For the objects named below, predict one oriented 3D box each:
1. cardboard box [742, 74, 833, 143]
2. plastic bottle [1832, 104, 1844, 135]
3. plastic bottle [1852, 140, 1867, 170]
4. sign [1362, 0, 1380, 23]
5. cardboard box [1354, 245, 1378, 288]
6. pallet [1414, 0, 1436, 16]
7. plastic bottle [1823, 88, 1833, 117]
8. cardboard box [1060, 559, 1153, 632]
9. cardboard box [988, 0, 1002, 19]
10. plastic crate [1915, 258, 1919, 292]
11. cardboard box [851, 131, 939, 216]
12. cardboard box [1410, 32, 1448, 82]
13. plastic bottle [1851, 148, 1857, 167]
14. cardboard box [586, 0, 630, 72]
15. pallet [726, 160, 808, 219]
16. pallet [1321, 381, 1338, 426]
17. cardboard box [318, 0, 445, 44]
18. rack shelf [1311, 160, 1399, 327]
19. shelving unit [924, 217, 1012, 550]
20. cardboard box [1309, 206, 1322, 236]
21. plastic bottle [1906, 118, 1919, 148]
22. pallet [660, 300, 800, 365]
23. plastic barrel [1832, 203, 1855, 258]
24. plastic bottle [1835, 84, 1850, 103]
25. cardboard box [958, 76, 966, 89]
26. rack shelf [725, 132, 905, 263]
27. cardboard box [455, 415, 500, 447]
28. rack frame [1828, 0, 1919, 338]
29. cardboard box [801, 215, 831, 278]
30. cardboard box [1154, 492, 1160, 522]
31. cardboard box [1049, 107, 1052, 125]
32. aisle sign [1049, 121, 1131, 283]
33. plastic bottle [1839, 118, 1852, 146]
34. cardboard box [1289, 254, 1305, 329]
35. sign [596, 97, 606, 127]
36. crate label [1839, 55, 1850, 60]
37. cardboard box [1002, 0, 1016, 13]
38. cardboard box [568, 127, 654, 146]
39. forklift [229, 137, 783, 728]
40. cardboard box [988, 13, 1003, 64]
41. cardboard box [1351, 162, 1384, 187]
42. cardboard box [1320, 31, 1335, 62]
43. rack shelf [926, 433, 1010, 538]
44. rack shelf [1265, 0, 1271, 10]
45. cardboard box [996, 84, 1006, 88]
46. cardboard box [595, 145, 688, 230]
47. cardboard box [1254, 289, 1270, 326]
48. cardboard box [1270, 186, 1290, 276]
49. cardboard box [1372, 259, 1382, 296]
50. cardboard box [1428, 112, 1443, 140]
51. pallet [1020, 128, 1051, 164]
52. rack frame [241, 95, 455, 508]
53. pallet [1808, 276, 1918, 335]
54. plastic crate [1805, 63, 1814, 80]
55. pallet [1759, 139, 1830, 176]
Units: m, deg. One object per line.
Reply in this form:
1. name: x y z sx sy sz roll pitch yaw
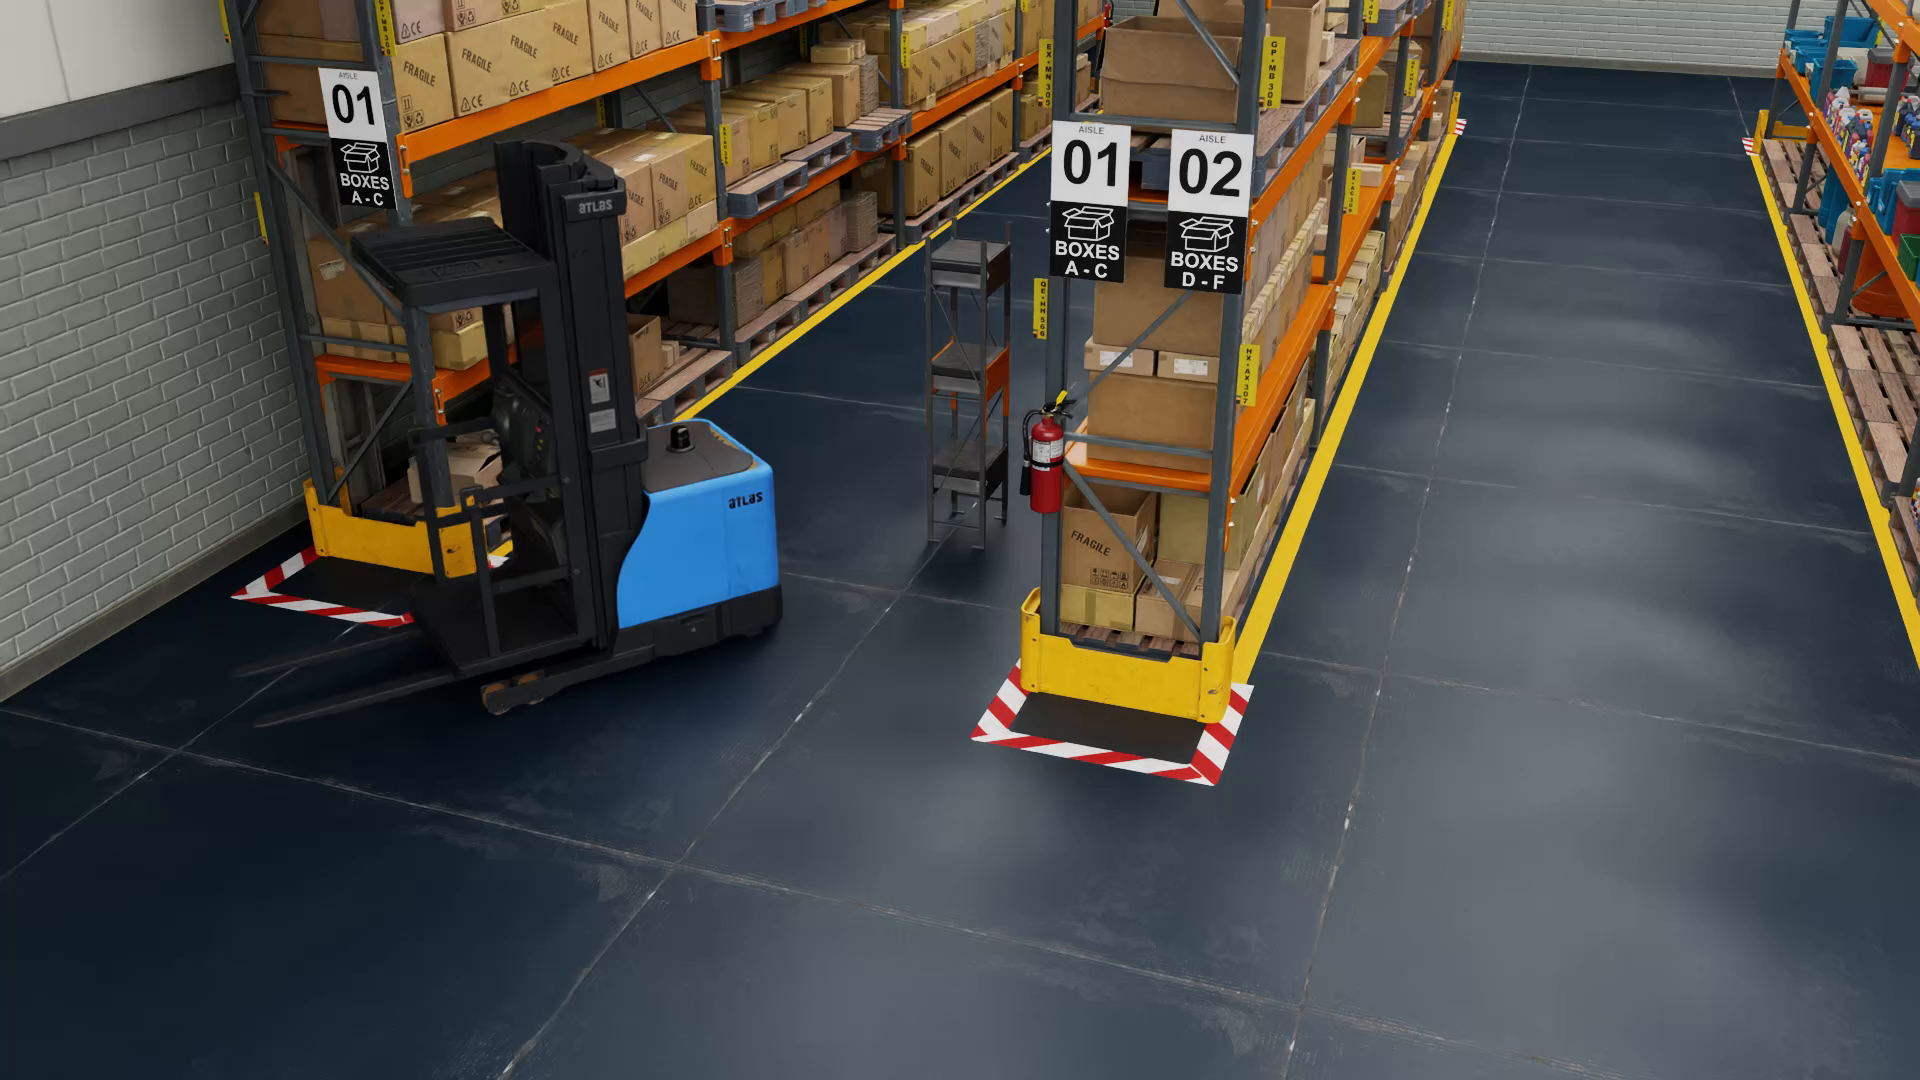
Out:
1. cardboard box: -1.609 -4.033 15.519 0.700 0.500 0.500 9 27 17
2. plastic bottle: 8.785 -4.201 16.618 0.061 0.283 0.133 9 27 17
3. plastic bottle: 8.268 -3.533 15.253 0.097 0.271 0.097 0 26 0
4. sign: 2.797 -3.678 11.278 0.100 0.325 0.005 9 27 17
5. cardboard box: 3.495 -2.522 15.046 0.500 0.311 0.500 8 27 17
6. pallet: 3.462 -4.757 14.407 1.213 0.211 1.003 10 28 20
7. plastic bottle: 9.081 -4.566 17.372 0.061 0.283 0.133 9 27 17
8. cardboard box: 0.842 0.290 9.883 0.500 0.250 0.500 9 27 17
9. cardboard box: 0.169 -6.232 19.339 0.500 0.250 0.500 9 27 19
10. plastic crate: 7.016 -1.911 11.773 0.392 0.384 0.575 9 27 17
11. cardboard box: -0.700 -4.005 18.064 0.750 0.750 0.750 8 27 17
12. cardboard box: 5.362 -5.642 19.346 0.500 0.500 0.500 9 27 19
13. plastic bottle: 8.300 -3.542 15.351 0.097 0.201 0.097 0 26 0
14. cardboard box: -2.664 -3.578 11.618 0.500 0.500 0.500 8 27 15
15. pallet: -2.008 -3.063 14.354 1.003 0.211 1.213 9 27 17
16. pallet: 2.481 -1.193 13.472 1.003 0.211 1.213 9 27 17
17. cardboard box: -3.374 -3.190 9.669 0.500 0.500 0.500 7 27 14
18. rack shelf: 2.938 -2.638 14.081 1.077 0.370 4.000 9 27 17
19. shelving unit: 0.055 -1.013 10.933 0.431 2.100 0.503 9 27 17
20. cardboard box: 2.300 -2.232 11.560 0.380 0.149 0.250 8 27 16
21. plastic bottle: 9.243 -3.943 16.099 0.097 0.271 0.097 0 26 0
22. pallet: -2.142 -1.922 14.976 1.003 0.211 1.213 9 27 17
23. plastic barrel: 8.900 -3.045 16.471 0.421 0.512 0.421 0 26 0
24. plastic bottle: 9.169 -4.571 17.305 0.144 0.351 0.185 9 27 17
25. cardboard box: -0.146 -5.237 18.889 0.380 0.149 0.250 10 27 19
26. rack shelf: -1.734 -3.355 15.562 1.077 0.370 4.000 9 27 17
27. cardboard box: -3.226 -0.706 11.847 0.500 0.311 0.500 11 28 22
28. rack frame: 8.274 -3.064 14.135 1.000 3.000 0.127 9 27 17
29. cardboard box: -1.679 -2.867 16.092 0.700 0.500 0.500 9 27 17
30. cardboard box: 1.159 -0.461 10.574 0.500 0.500 0.500 9 27 17
31. cardboard box: 0.951 -5.917 22.415 0.700 0.500 0.500 9 27 19
32. aisle sign: 0.643 -1.681 8.298 0.394 0.787 0.004 9 27 17
33. plastic bottle: 8.609 -3.955 16.124 0.097 0.271 0.097 0 26 0
34. cardboard box: 1.962 -1.784 11.377 0.700 0.500 0.500 8 27 17
35. sign: -2.924 -3.457 13.618 0.100 0.325 0.005 9 27 17
36. crate label: 10.656 -5.663 19.738 0.396 0.136 0.243 9 27 17
37. cardboard box: 0.348 -6.440 19.770 0.500 0.250 0.500 9 27 19
38. cardboard box: -2.753 -2.973 13.236 0.500 0.500 0.500 8 27 16
39. forklift: -2.596 -0.613 9.152 3.031 2.935 1.130 -15 30 -29
40. cardboard box: 0.186 -5.895 19.503 0.500 0.500 0.500 9 27 18
41. cardboard box: 3.565 -3.261 14.831 0.380 0.149 0.250 9 27 17
42. cardboard box: 2.129 -3.093 10.400 0.380 0.149 0.250 9 27 17
43. rack shelf: 0.055 -0.371 11.244 0.431 0.518 0.480 9 27 17
44. rack shelf: 1.607 -3.514 9.466 1.077 0.370 4.000 9 27 17
45. cardboard box: 0.372 -5.762 21.350 0.380 0.149 0.250 9 27 17
46. cardboard box: -2.426 -2.690 12.653 0.500 0.500 0.500 9 27 17
47. cardboard box: 1.617 -1.387 9.814 0.380 0.149 0.250 8 27 16
48. cardboard box: 1.630 -1.967 10.266 0.700 0.500 0.500 9 27 17
49. cardboard box: 3.659 -2.483 15.610 0.500 0.250 0.500 9 27 19
50. cardboard box: 5.973 -5.386 21.583 0.500 0.250 0.500 9 27 17
51. pallet: 0.589 -5.190 21.727 1.003 0.211 1.213 9 27 17
52. rack frame: -3.731 -1.213 10.313 1.000 3.000 0.127 9 27 17
53. pallet: 8.497 -2.139 15.425 1.003 0.211 1.213 9 27 17
54. plastic crate: 9.901 -5.375 19.143 0.293 0.136 0.466 9 27 17
55. pallet: 10.625 -4.763 20.845 1.003 0.211 1.213 9 27 17
